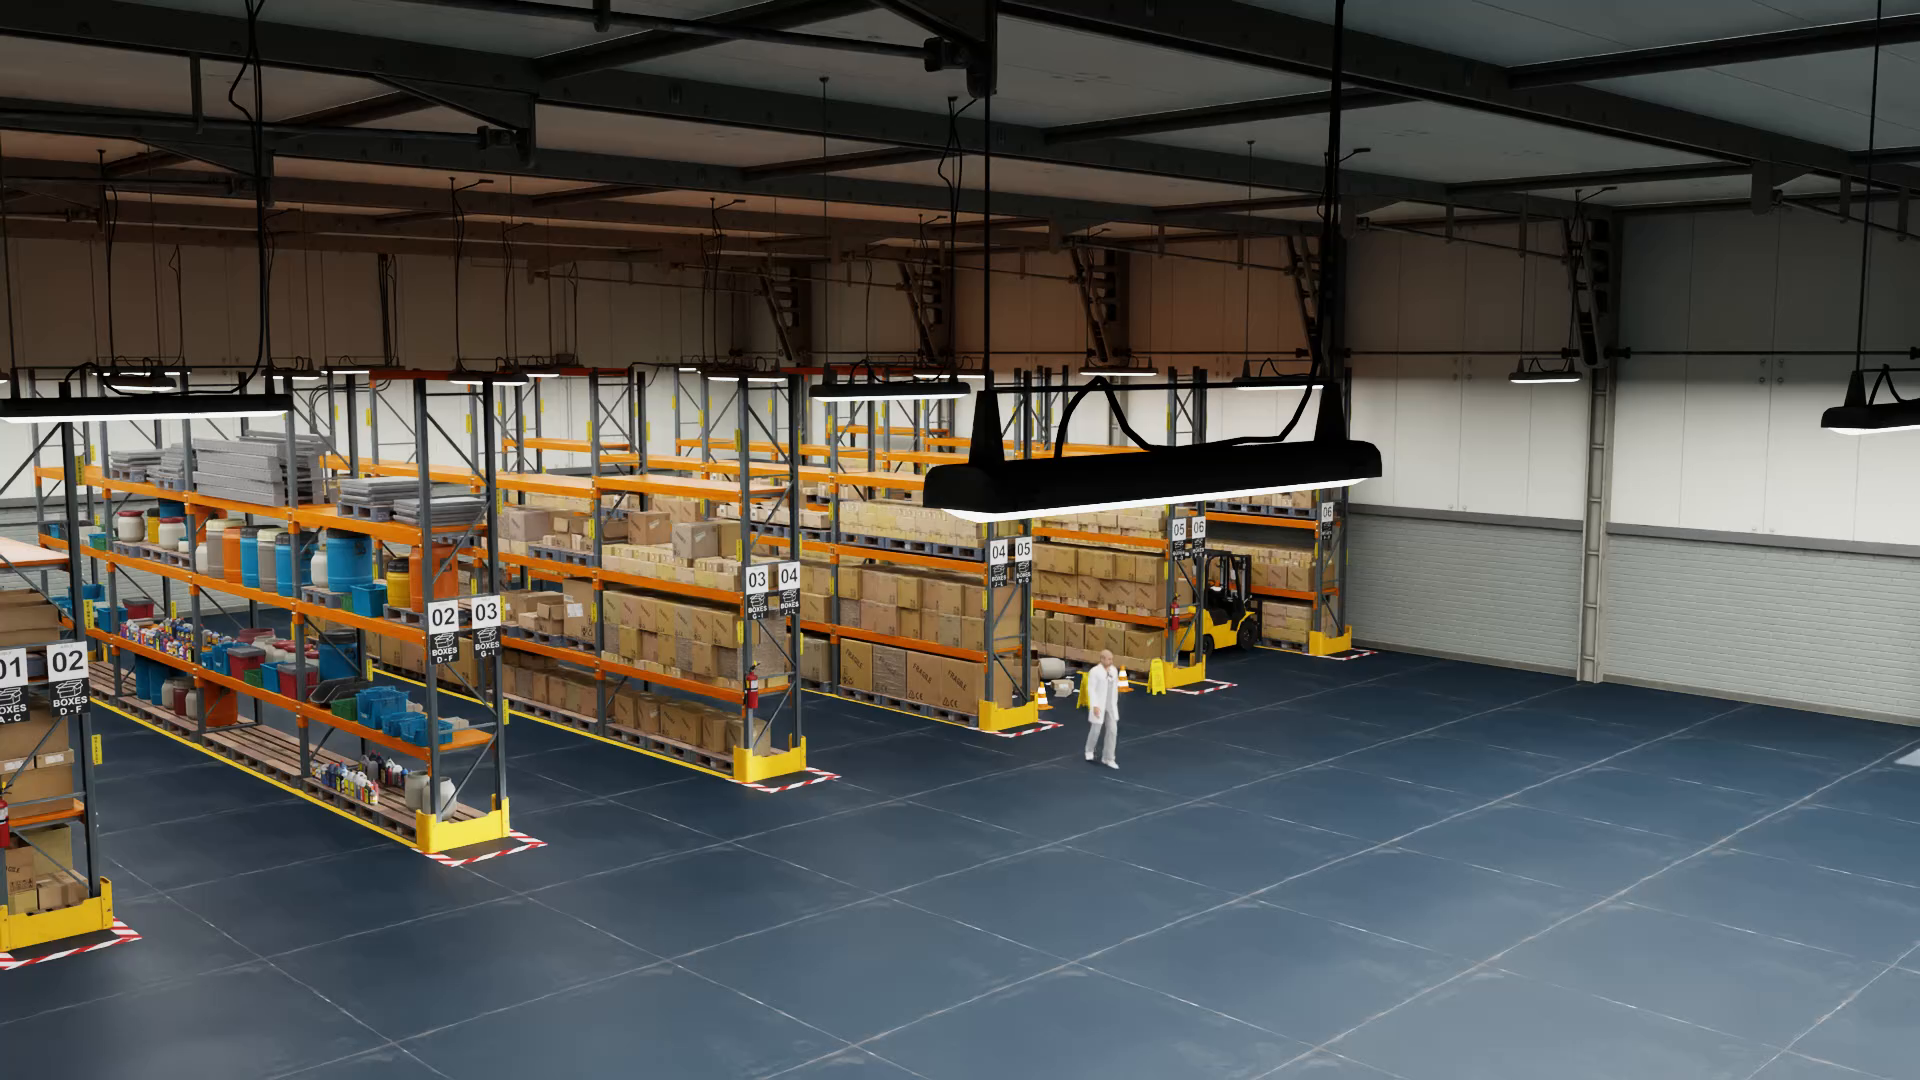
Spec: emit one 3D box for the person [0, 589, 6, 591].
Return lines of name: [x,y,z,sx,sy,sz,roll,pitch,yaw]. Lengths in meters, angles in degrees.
person: [-19.375,1.505,33.624,0.441,0.829,0.376,-4,8,-32]

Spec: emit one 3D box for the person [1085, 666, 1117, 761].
person: [2.176,2.642,25.668,0.390,1.454,0.647,-4,7,-30]
